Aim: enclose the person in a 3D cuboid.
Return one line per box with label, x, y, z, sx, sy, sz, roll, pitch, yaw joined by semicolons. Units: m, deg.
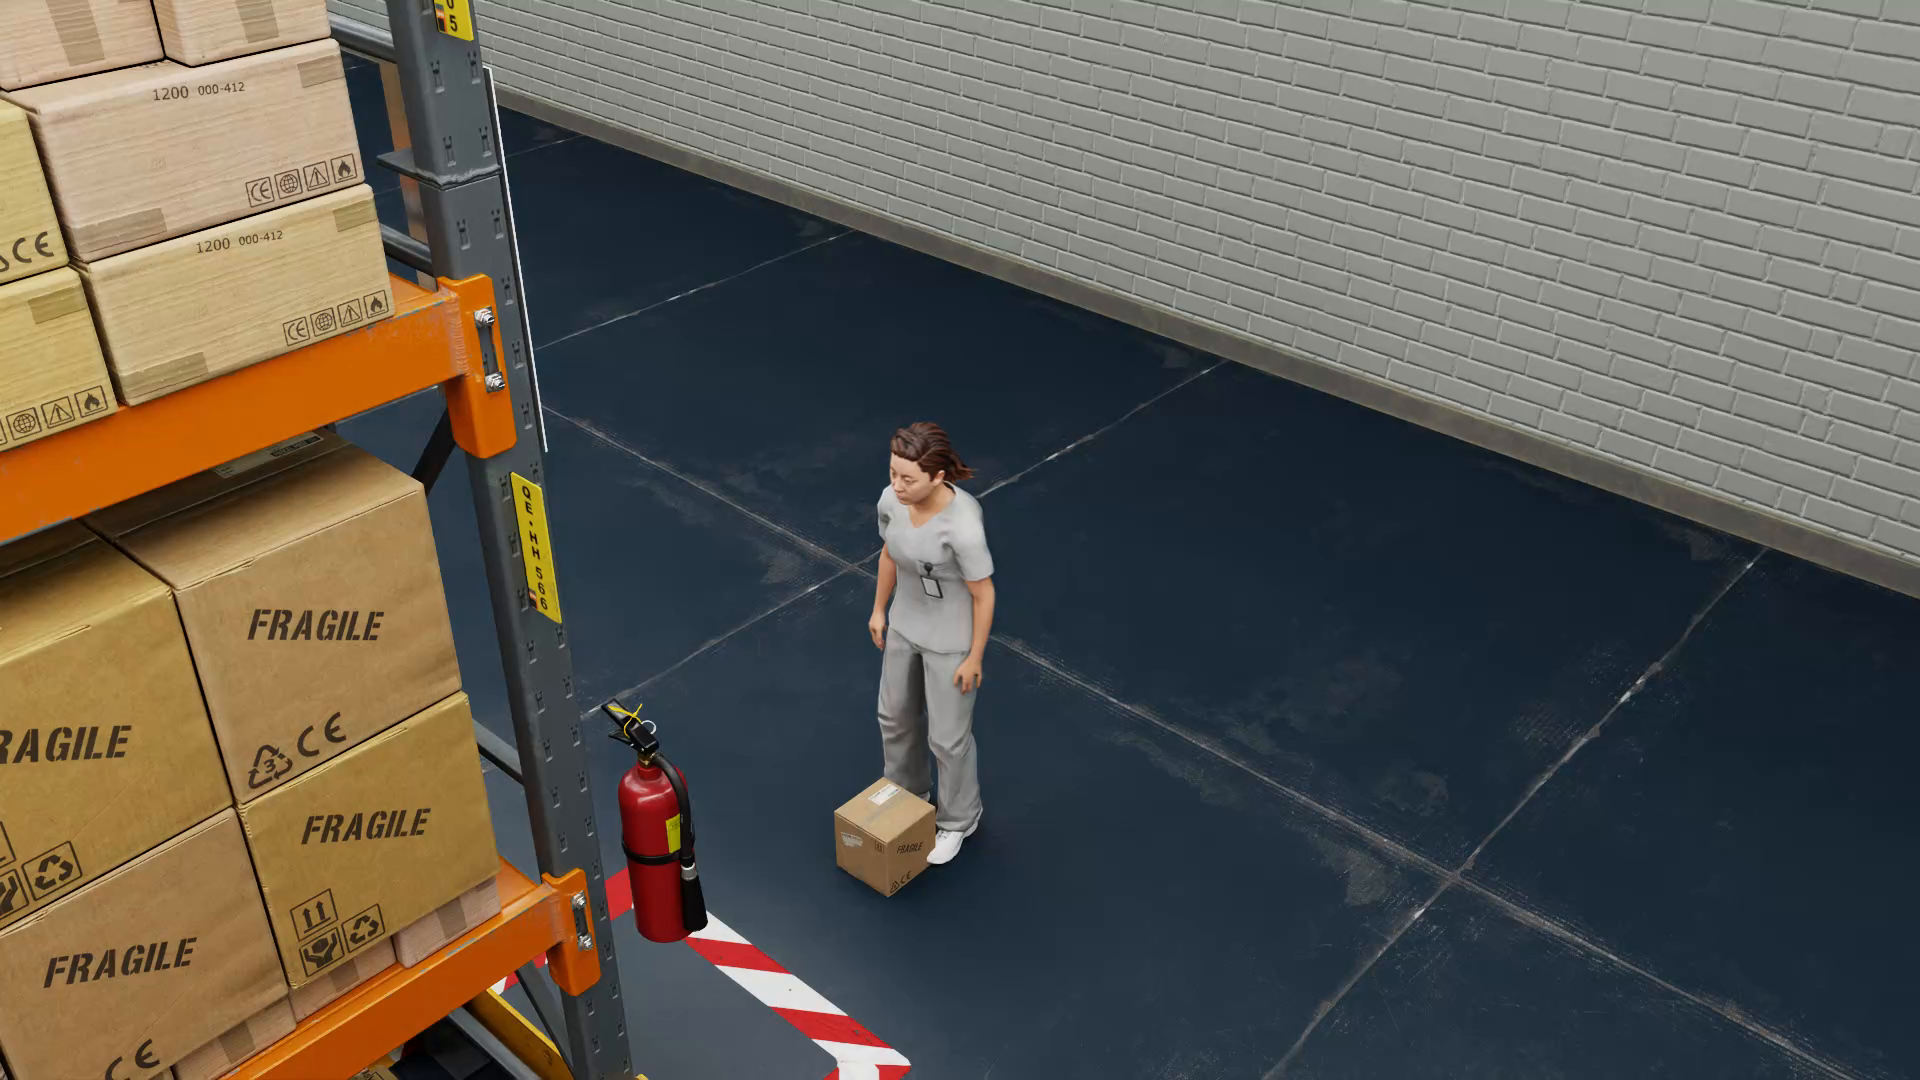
person;-0.101;0.329;5.597;0.494;1.673;0.352;25;39;35
